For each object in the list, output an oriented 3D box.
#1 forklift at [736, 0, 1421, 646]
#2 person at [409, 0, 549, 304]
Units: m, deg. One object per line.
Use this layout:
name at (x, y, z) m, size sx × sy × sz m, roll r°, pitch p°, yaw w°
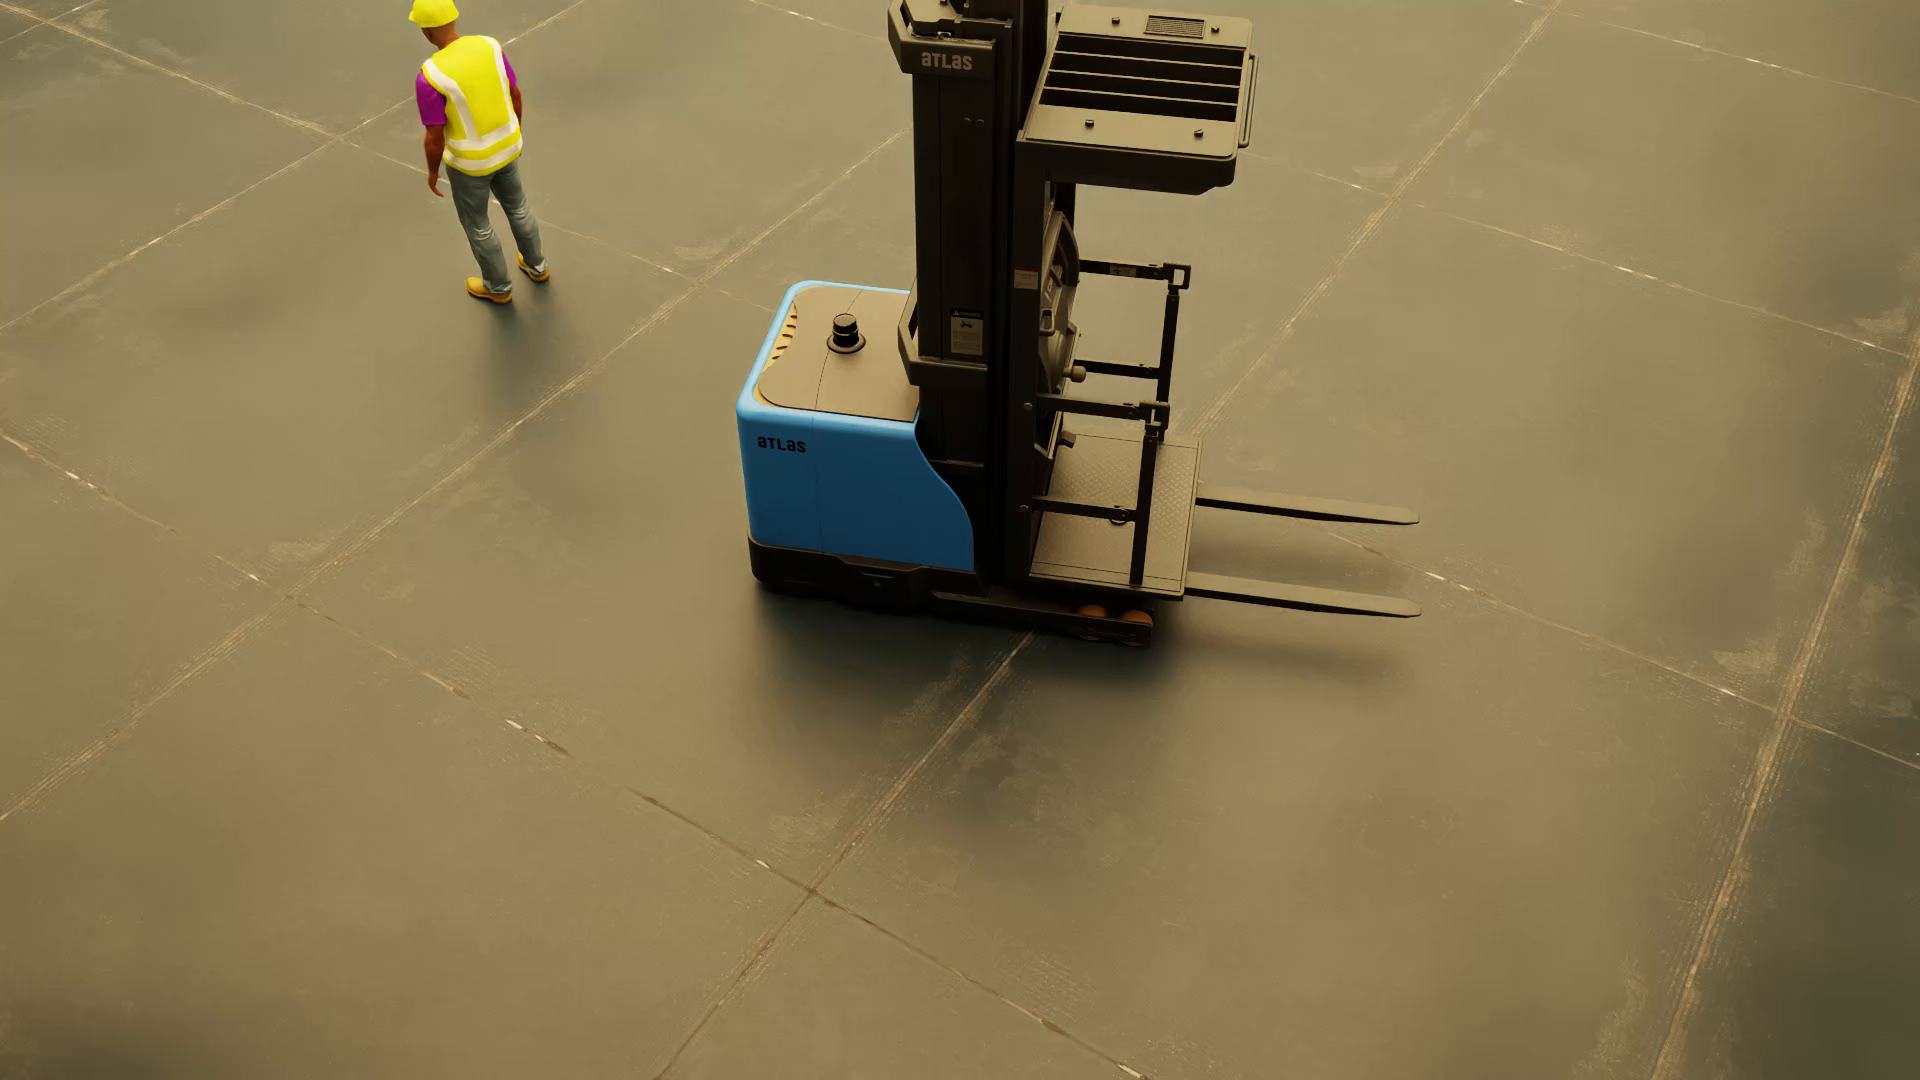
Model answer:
forklift at (0.598, -0.987, 6.890) m, size 3.031 × 2.935 × 1.130 m, roll 7°, pitch 44°, yaw 8°
person at (-2.586, -2.088, 8.904) m, size 0.456 × 1.761 × 0.637 m, roll 29°, pitch 51°, yaw 27°
